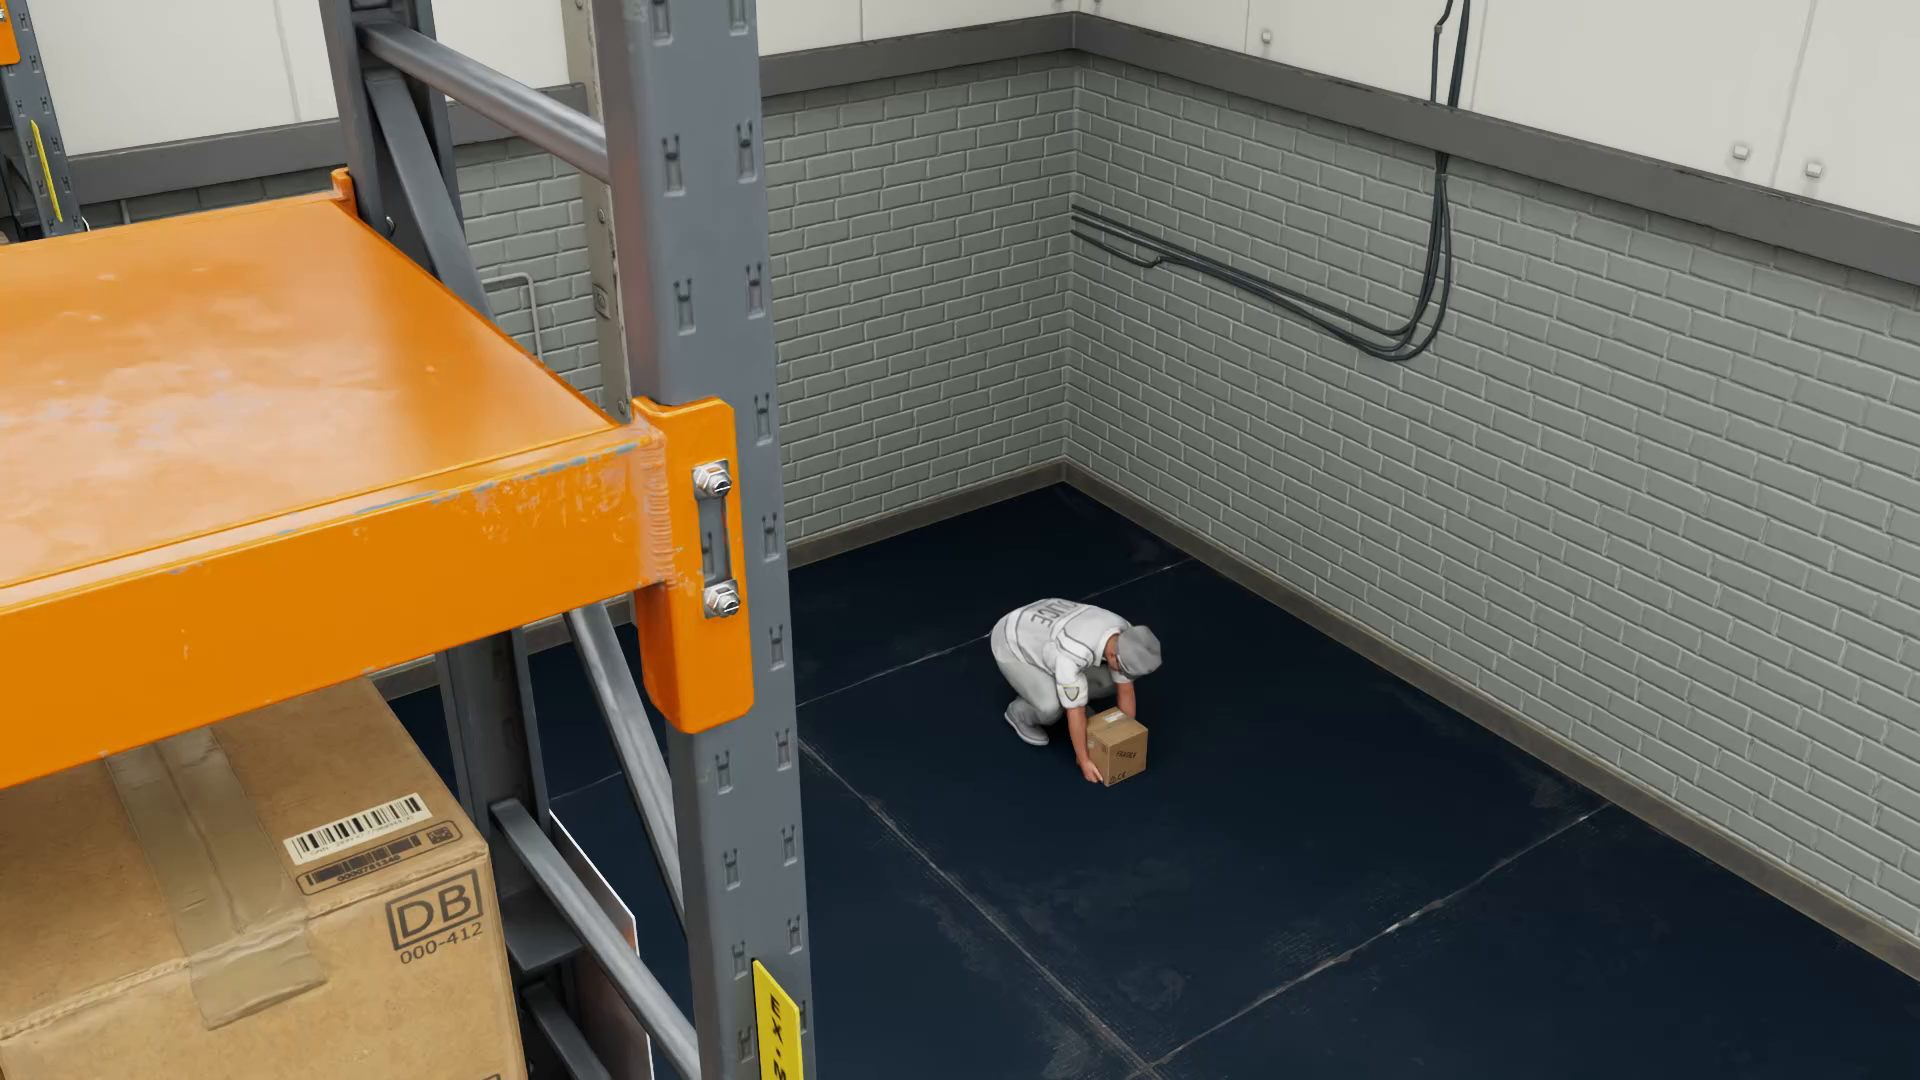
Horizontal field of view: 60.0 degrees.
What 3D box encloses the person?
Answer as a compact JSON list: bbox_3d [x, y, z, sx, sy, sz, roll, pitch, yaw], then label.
[{"bbox_3d":[0.580,0.696,8.393,0.542,0.894,0.994,-19,34,-31],"label":"person"}]
